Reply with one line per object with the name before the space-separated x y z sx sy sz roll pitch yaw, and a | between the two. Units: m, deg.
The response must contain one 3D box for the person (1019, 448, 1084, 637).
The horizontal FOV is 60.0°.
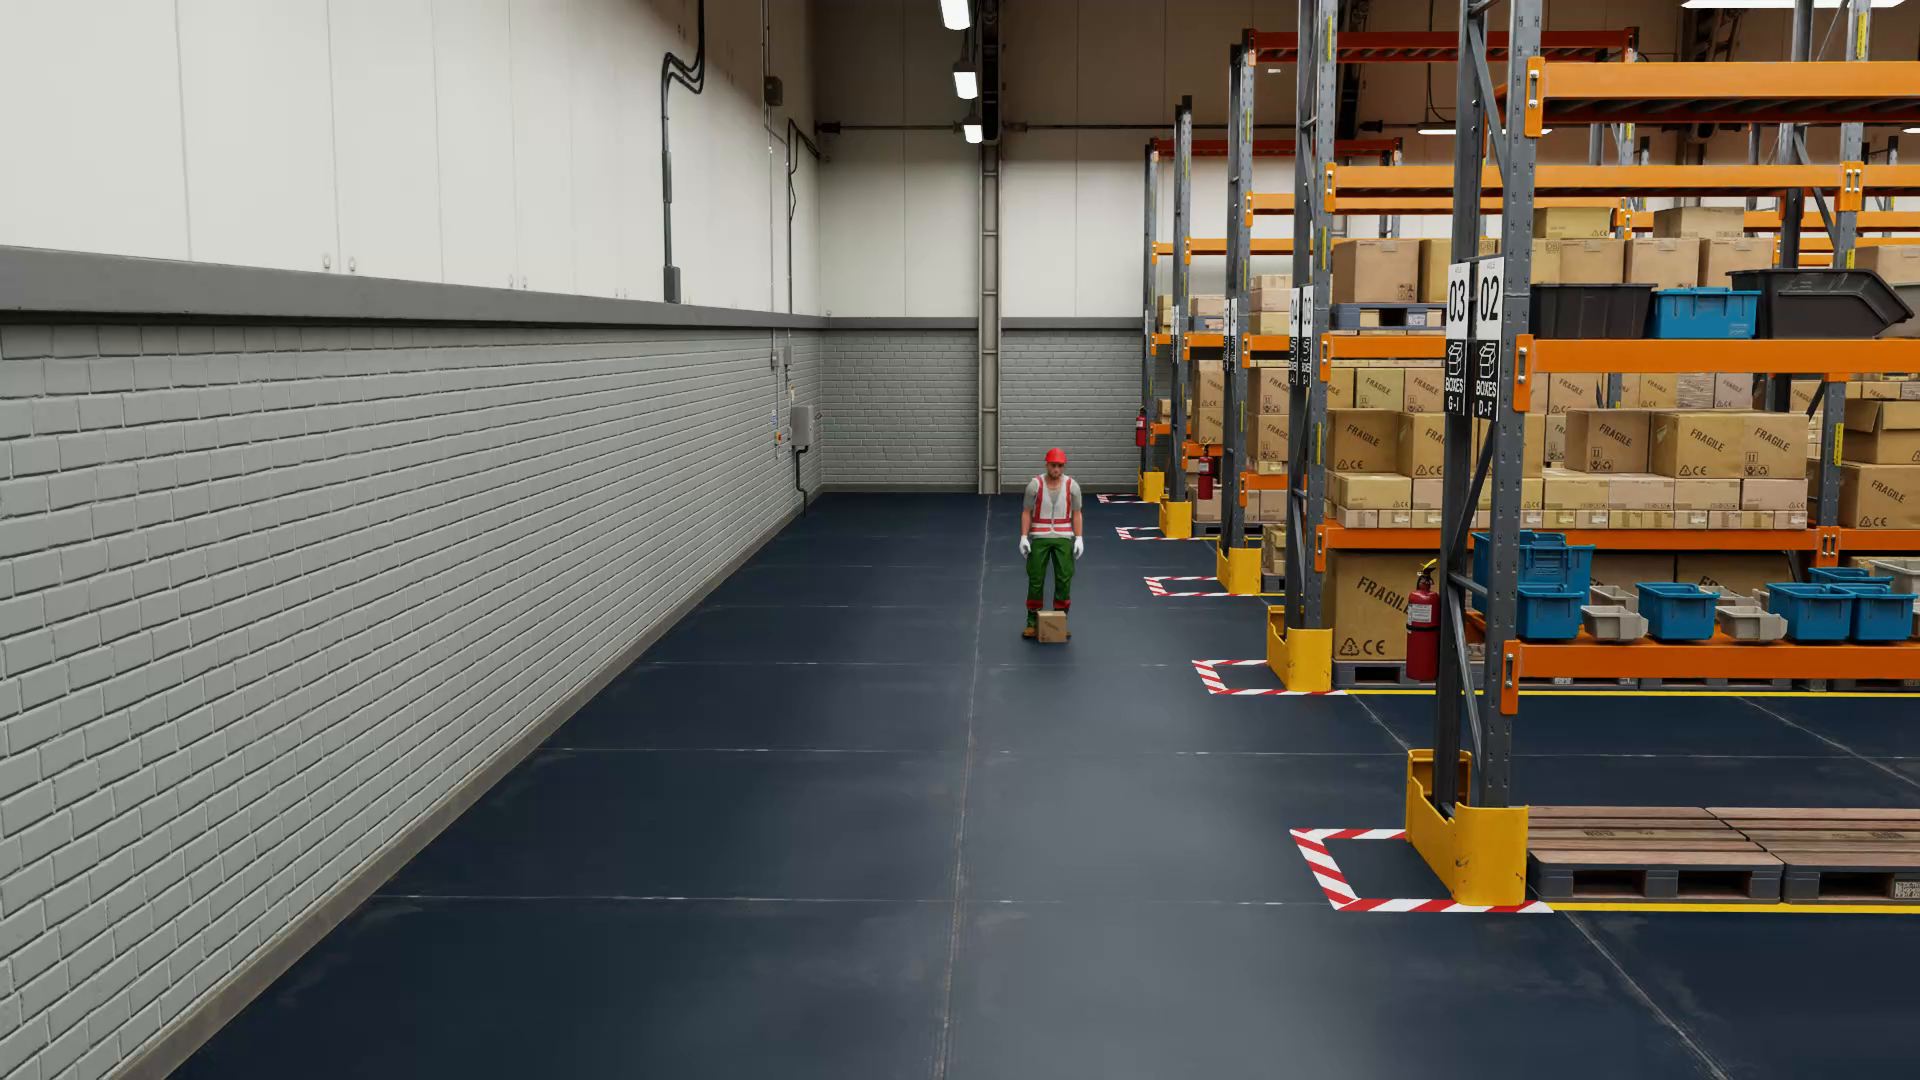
person | 0.857 0.020 15.551 0.610 1.777 0.452 0 7 -2
